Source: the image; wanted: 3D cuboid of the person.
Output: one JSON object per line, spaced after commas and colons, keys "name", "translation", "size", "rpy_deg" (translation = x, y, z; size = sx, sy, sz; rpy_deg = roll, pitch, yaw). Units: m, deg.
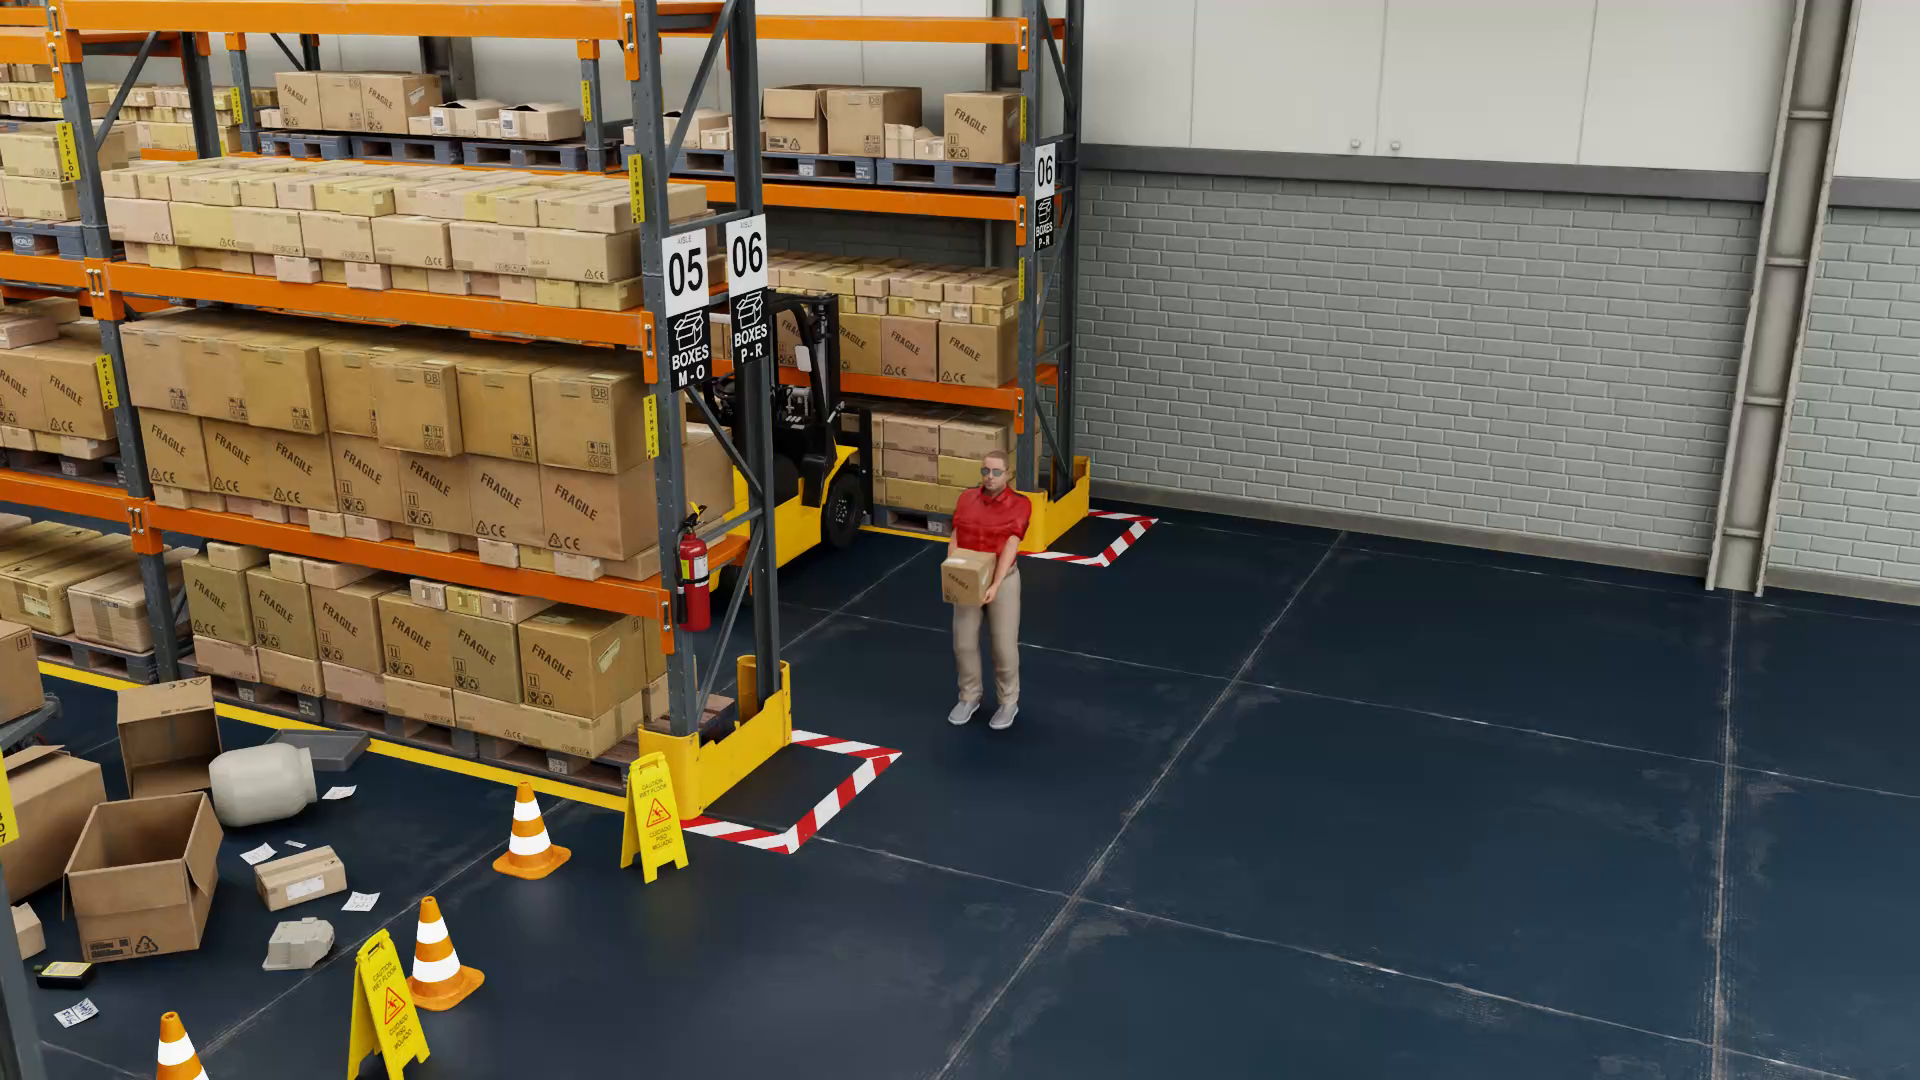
{"name": "person", "translation": [0.144, 0.322, 10.171], "size": [0.494, 1.717, 0.530], "rpy_deg": [9, 21, 24]}
